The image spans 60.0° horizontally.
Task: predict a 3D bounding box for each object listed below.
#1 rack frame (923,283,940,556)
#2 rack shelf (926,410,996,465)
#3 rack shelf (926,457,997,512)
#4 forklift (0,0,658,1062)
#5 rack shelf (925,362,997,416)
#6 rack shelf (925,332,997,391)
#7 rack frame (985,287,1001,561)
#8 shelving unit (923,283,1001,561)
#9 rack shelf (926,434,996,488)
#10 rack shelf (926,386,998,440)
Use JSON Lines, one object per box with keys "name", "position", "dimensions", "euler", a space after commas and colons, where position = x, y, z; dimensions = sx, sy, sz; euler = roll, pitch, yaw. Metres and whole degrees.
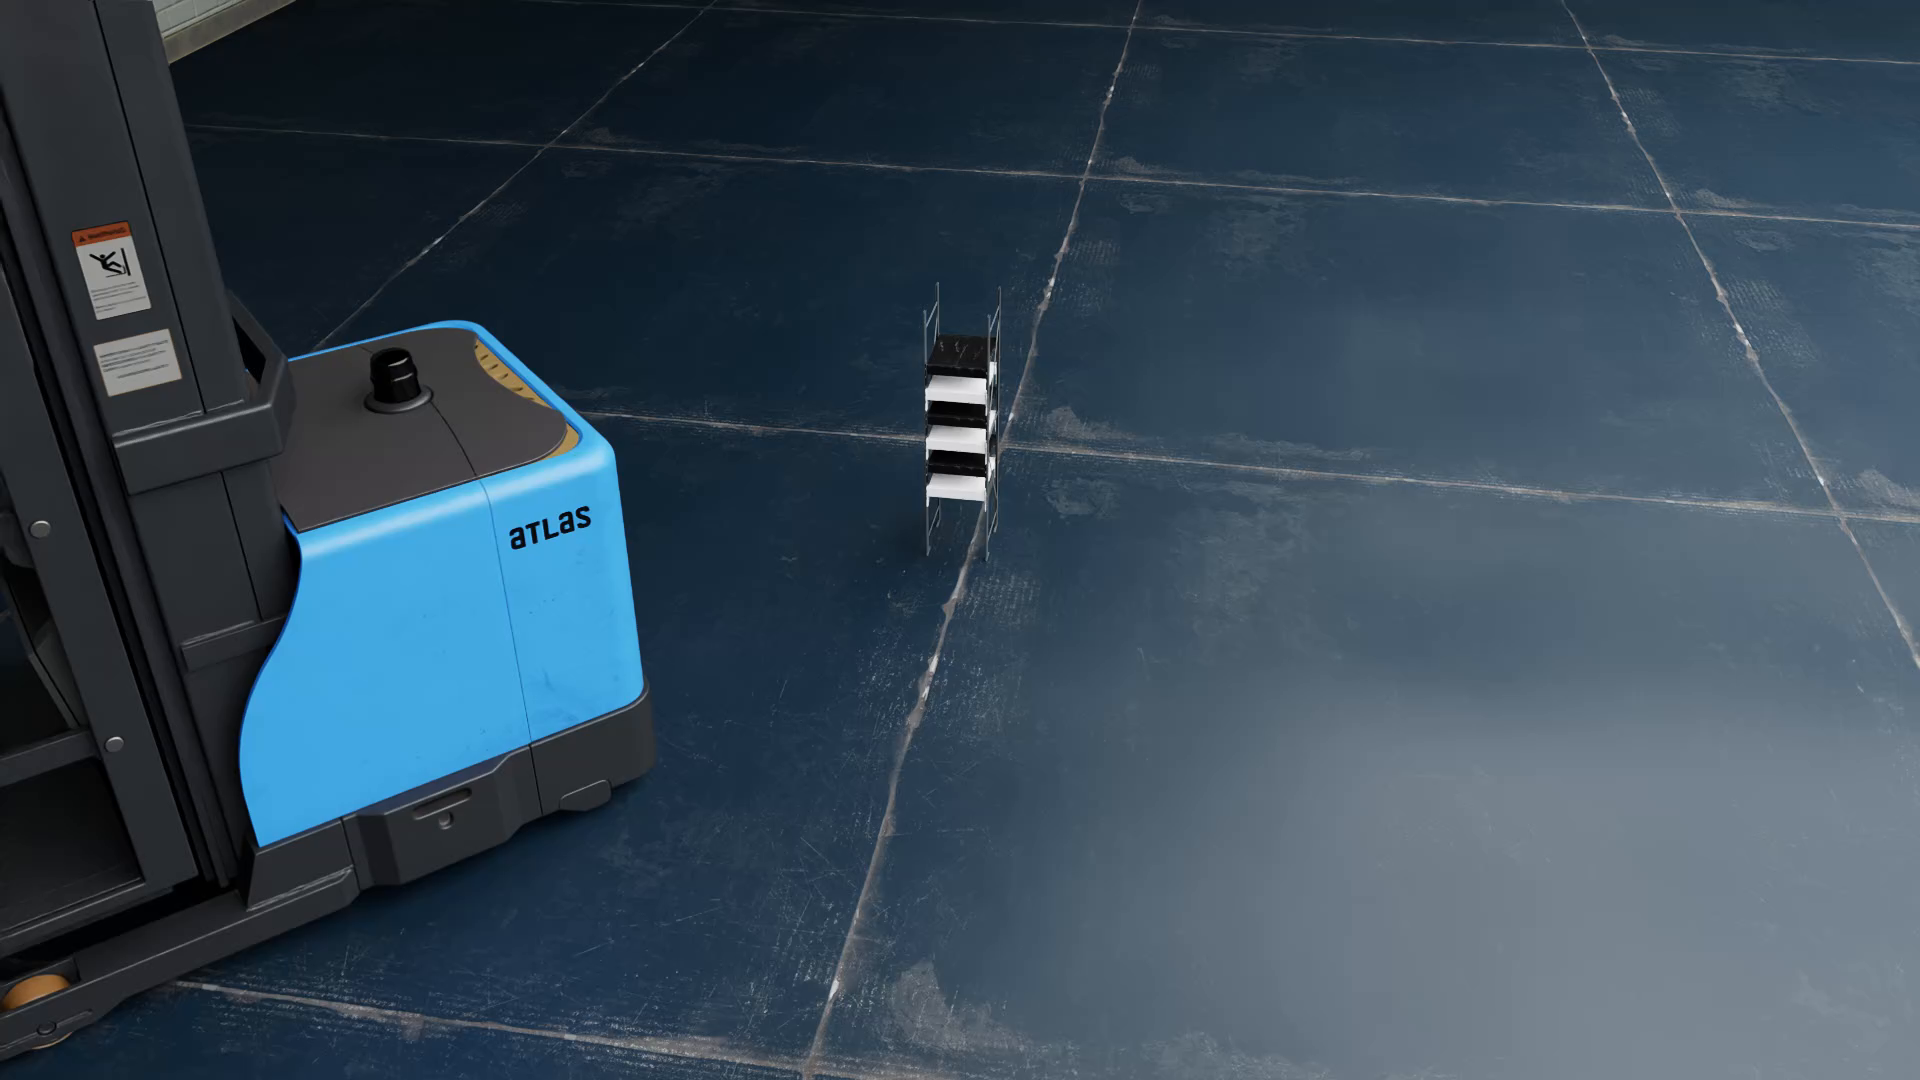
{"name": "rack frame", "position": [-0.092, -0.390, 5.525], "dimensions": [0.006, 0.900, 0.240], "euler": [5, 32, 8]}
{"name": "rack shelf", "position": [0.008, -0.352, 5.528], "dimensions": [0.200, 0.077, 0.258], "euler": [5, 32, 8]}
{"name": "rack shelf", "position": [0.008, -0.200, 5.623], "dimensions": [0.200, 0.077, 0.258], "euler": [5, 32, 8]}
{"name": "forklift", "position": [-2.344, -0.324, 3.505], "dimensions": [3.031, 2.935, 1.130], "euler": [-20, 37, -29]}
{"name": "rack shelf", "position": [0.008, -0.505, 5.432], "dimensions": [0.200, 0.077, 0.258], "euler": [5, 32, 8]}
{"name": "rack shelf", "position": [0.008, -0.581, 5.384], "dimensions": [0.200, 0.077, 0.258], "euler": [5, 32, 8]}
{"name": "rack frame", "position": [0.108, -0.372, 5.496], "dimensions": [0.006, 0.900, 0.240], "euler": [5, 32, 8]}
{"name": "shelving unit", "position": [0.008, -0.381, 5.510], "dimensions": [0.210, 0.900, 0.258], "euler": [5, 32, 8]}
{"name": "rack shelf", "position": [0.008, -0.276, 5.576], "dimensions": [0.200, 0.077, 0.258], "euler": [5, 32, 8]}
{"name": "rack shelf", "position": [0.008, -0.429, 5.480], "dimensions": [0.200, 0.077, 0.258], "euler": [5, 32, 8]}
